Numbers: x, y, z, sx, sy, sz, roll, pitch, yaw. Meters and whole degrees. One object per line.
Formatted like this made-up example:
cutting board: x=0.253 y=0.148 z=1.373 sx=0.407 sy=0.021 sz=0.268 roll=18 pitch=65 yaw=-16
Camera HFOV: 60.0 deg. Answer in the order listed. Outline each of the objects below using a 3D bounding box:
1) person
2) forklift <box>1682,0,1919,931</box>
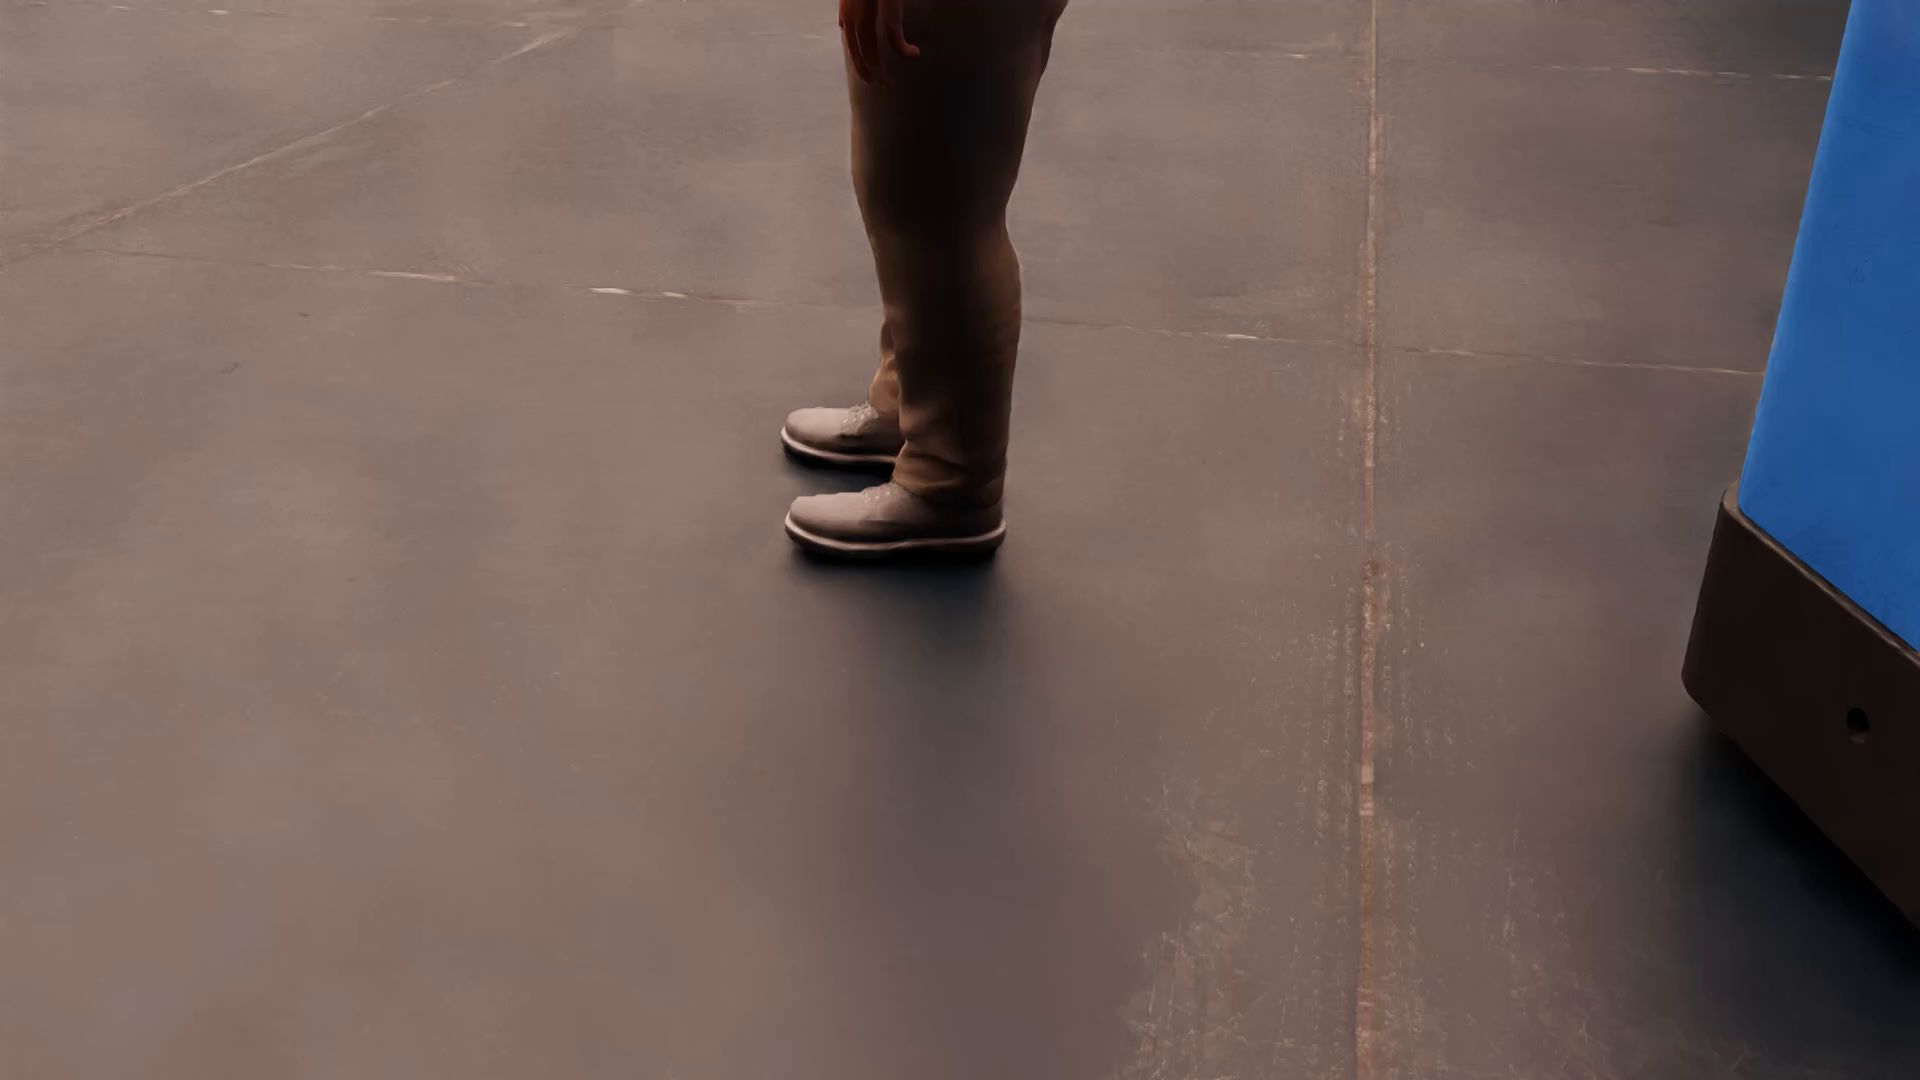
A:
person: x=-0.085 y=-0.793 z=2.135 sx=0.550 sy=1.727 sz=0.640 roll=6 pitch=27 yaw=11
forklift: x=2.422 y=-0.956 z=1.141 sx=3.031 sy=2.935 sz=1.130 roll=-3 pitch=27 yaw=-7
